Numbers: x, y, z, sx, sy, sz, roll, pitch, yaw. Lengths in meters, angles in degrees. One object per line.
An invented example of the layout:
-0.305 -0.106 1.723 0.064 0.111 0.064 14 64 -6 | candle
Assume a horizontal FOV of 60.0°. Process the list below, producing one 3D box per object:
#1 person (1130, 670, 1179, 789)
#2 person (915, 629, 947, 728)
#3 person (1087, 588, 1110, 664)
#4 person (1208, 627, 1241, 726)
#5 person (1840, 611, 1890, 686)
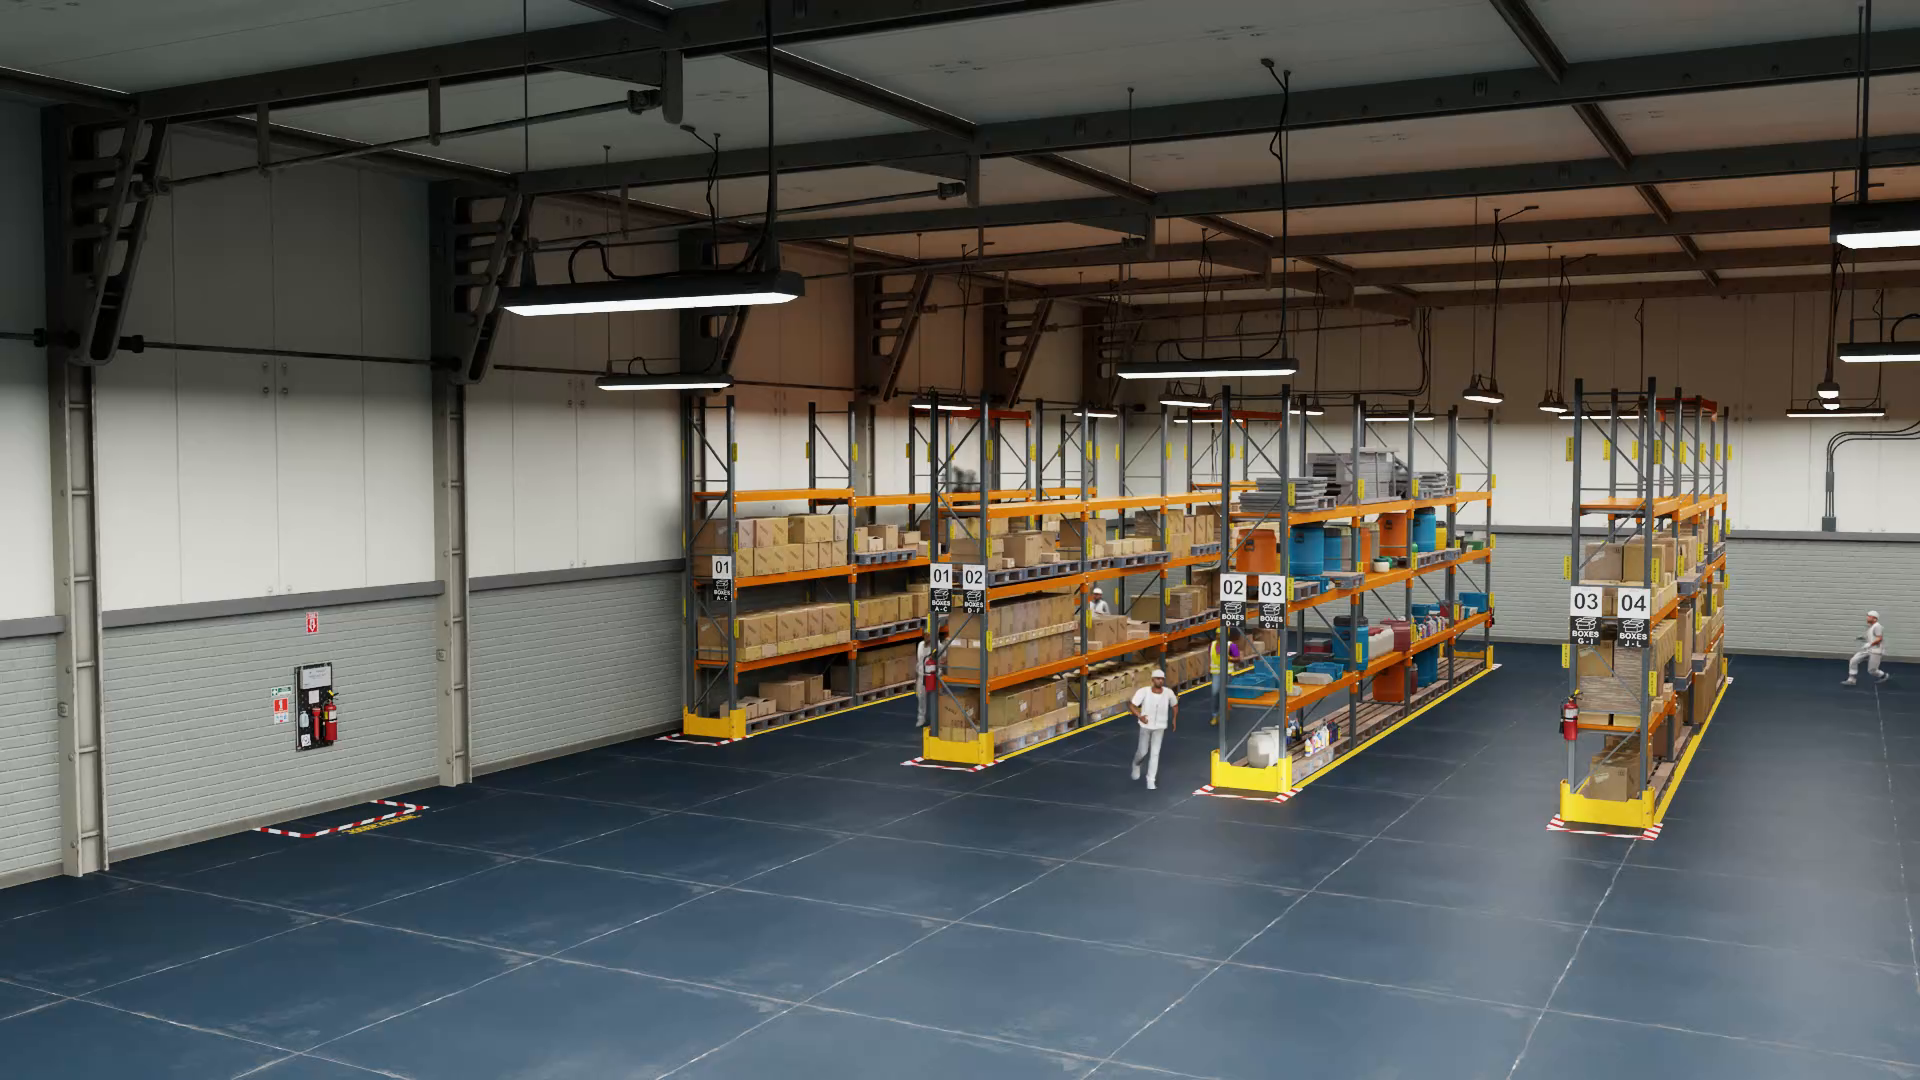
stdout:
2.923 2.807 24.949 0.757 1.748 0.855 0 3 -3 | person
-0.537 2.514 30.762 0.650 1.774 1.146 1 3 16 | person
3.249 2.022 39.464 0.659 1.752 0.968 1 3 19 | person
4.874 2.512 30.760 0.664 1.833 0.783 1 3 24 | person
19.393 2.320 35.395 0.937 1.622 0.722 0 3 -4 | person
